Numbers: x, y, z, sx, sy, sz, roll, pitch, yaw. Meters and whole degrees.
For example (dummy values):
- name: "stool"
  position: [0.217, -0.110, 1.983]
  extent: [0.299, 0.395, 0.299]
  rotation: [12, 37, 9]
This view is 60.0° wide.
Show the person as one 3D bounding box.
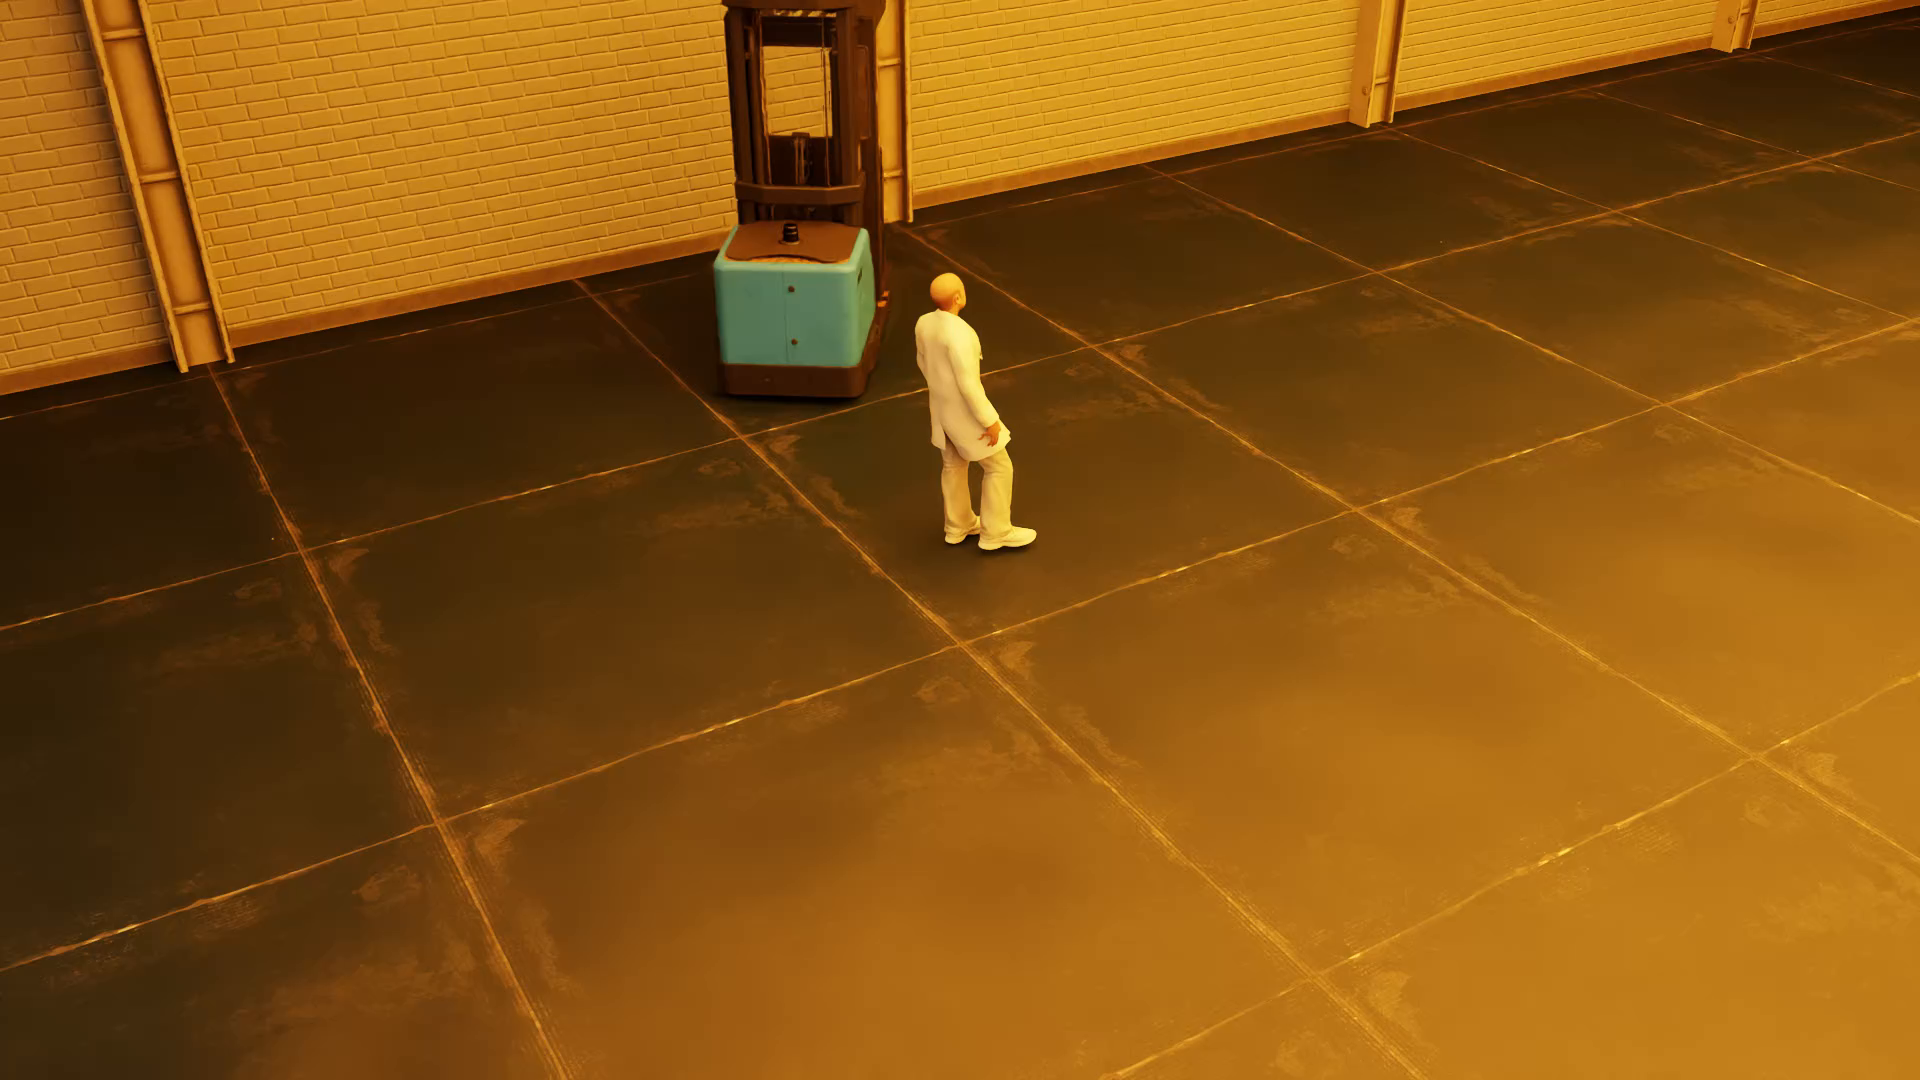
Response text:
- name: "person"
  position: [0.080, -0.791, 10.076]
  extent: [0.582, 1.775, 0.696]
  rotation: [-17, 35, -26]

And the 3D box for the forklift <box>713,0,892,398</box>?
- name: "forklift"
  position: [-1.136, -3.020, 12.690]
  extent: [1.130, 2.935, 3.031]
  rotation: [2, 31, 3]
